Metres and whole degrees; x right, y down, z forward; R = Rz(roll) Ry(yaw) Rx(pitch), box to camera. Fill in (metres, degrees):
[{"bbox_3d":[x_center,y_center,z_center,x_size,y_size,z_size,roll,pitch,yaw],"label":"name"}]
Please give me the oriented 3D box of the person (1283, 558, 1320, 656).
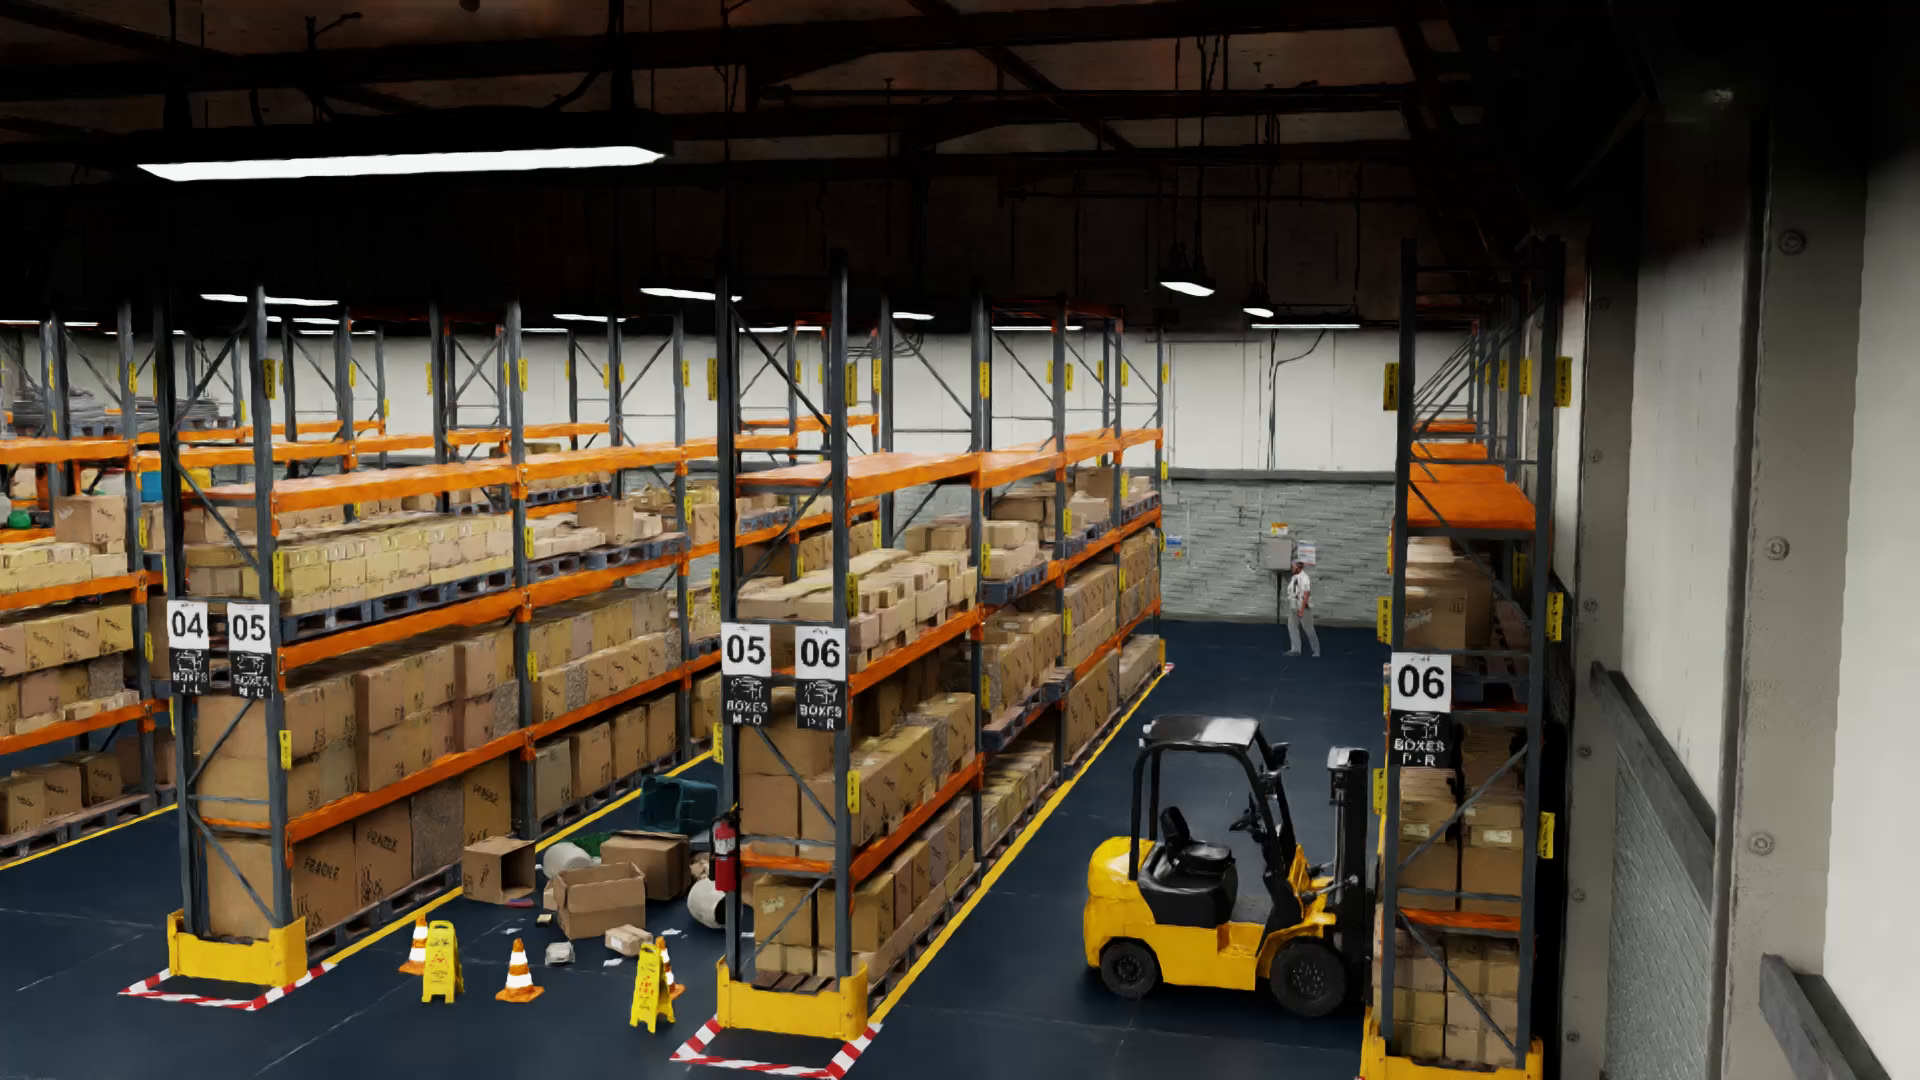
[{"bbox_3d":[6.067,1.192,29.416,0.631,1.737,0.586,-2,6,-17],"label":"person"}]
